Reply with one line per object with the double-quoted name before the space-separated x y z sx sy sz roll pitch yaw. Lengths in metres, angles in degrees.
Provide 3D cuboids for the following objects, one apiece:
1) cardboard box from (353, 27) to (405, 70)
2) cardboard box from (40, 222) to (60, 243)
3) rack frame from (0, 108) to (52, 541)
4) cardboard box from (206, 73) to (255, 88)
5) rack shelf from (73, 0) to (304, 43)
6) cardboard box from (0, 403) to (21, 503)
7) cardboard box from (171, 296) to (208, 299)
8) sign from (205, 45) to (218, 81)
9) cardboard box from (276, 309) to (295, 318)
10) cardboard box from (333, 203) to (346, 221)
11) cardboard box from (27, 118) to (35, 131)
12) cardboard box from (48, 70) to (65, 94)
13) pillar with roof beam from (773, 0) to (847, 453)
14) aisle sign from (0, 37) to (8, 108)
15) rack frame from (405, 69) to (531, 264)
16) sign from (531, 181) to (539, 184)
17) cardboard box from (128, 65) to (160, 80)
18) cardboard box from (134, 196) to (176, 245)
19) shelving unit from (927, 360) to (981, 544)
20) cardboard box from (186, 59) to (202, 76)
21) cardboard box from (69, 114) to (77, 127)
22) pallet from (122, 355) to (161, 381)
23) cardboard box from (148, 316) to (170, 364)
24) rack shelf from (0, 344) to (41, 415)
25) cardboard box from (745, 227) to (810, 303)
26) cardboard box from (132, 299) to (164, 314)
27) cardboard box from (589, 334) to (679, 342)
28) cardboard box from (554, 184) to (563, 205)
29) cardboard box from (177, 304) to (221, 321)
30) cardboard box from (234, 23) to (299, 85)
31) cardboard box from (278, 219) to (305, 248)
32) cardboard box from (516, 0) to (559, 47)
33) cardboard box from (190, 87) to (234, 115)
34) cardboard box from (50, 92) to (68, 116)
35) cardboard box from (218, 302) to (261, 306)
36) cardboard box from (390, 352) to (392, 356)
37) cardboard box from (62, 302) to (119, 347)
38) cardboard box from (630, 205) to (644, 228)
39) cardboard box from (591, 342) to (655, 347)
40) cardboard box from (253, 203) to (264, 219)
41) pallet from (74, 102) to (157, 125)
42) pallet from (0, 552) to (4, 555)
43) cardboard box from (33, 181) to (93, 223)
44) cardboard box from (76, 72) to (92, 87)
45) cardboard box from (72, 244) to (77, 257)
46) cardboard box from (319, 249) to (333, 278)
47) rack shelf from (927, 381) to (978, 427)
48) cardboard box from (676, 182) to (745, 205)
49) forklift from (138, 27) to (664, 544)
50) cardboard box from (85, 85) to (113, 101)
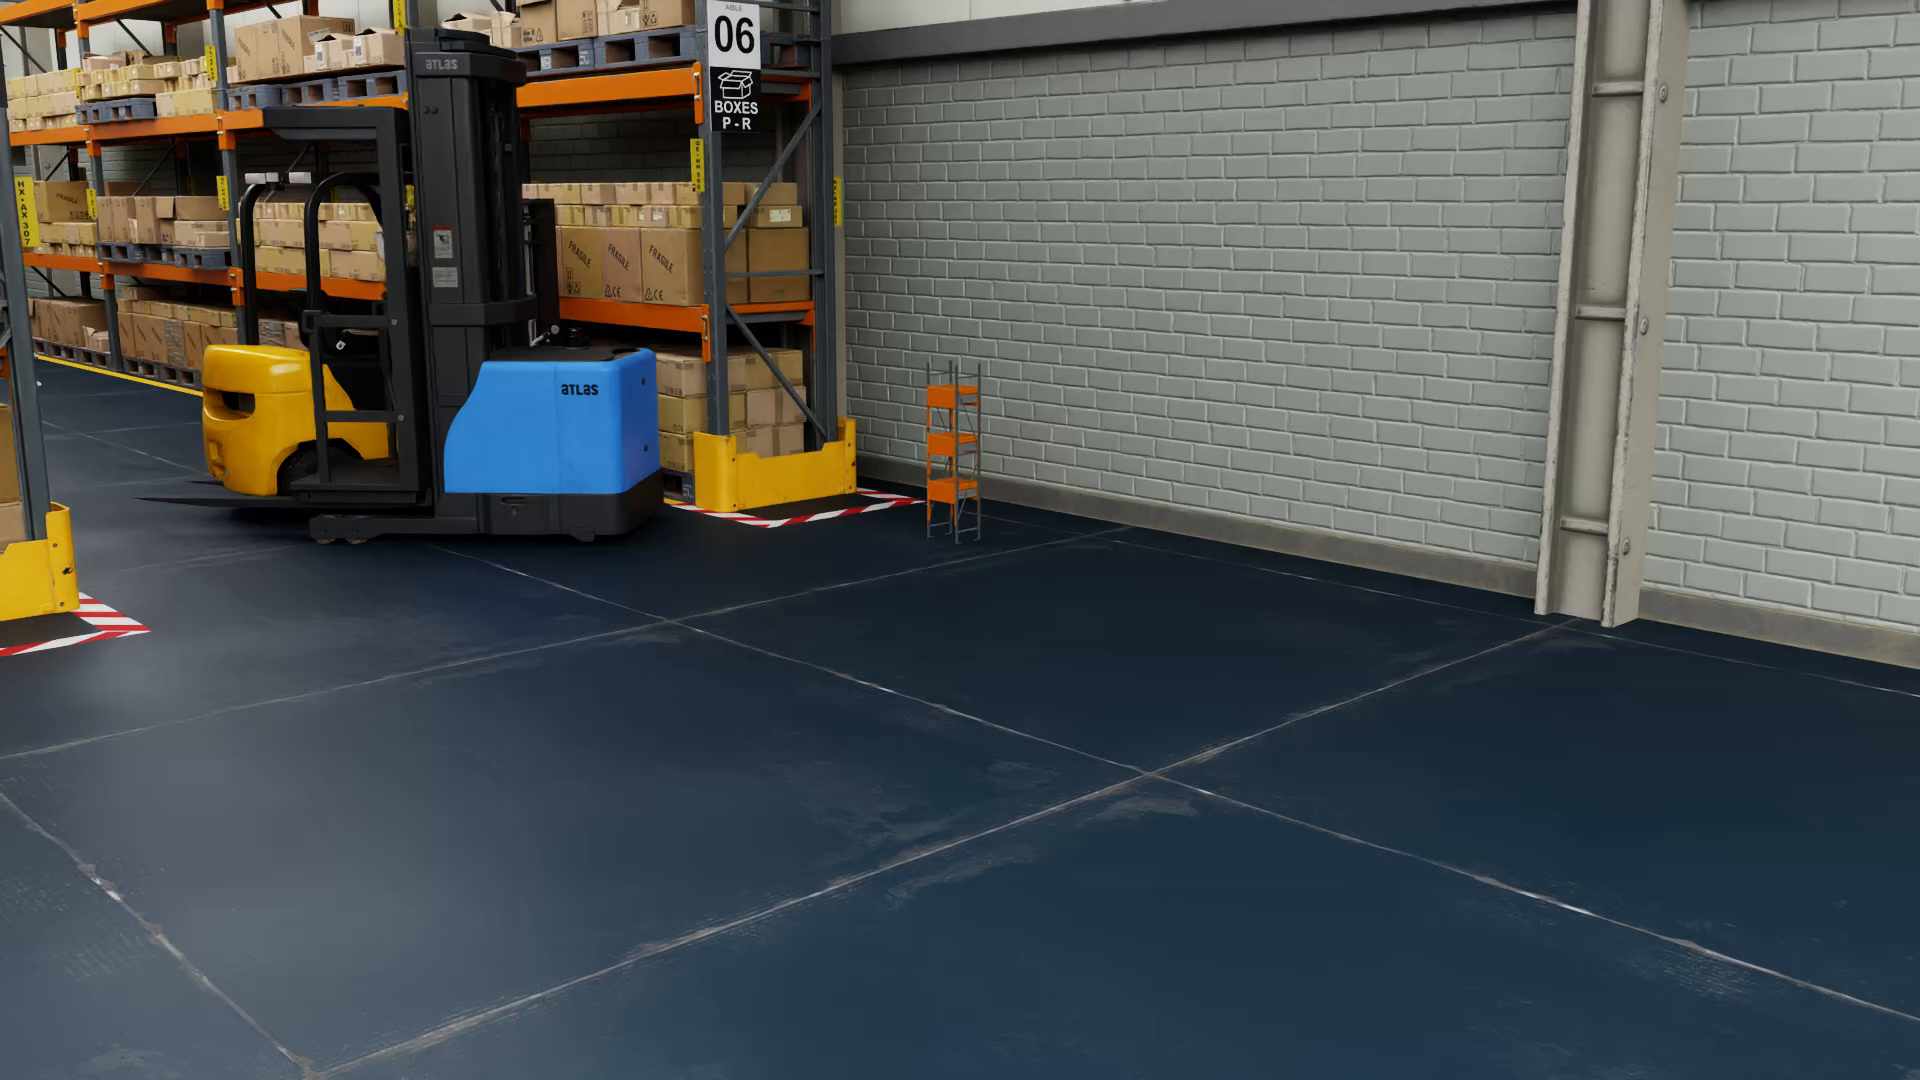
"cardboard box" -4.687 -4.087 13.814 0.500 0.311 0.500 11 16 43
"cardboard box" -11.110 -3.836 20.733 0.500 0.250 0.500 11 16 44
"rack frame" -4.836 -1.059 7.619 1.000 3.000 0.127 -11 16 -43
"cardboard box" -7.193 -4.528 16.407 0.380 0.149 0.250 -10 16 -41
"rack shelf" -8.155 -5.601 17.570 1.077 0.370 4.000 -11 16 -43
"cardboard box" -5.210 -0.445 8.553 0.500 0.500 0.500 11 16 43
"cardboard box" -9.073 -2.788 19.558 0.250 0.149 0.380 11 16 43
"sign" -7.167 -4.566 15.926 0.100 0.325 0.005 -11 16 -43
"cardboard box" -6.908 -2.338 17.371 0.380 0.149 0.250 -10 15 -40
"cardboard box" -5.312 -2.903 14.714 0.380 0.149 0.250 -11 16 -42
"cardboard box" -11.258 -5.116 20.501 0.380 0.149 0.250 -11 16 -42
"cardboard box" -10.415 -5.402 19.660 0.500 0.250 0.500 -11 16 -43
"pillar with roof beam" -4.191 -4.317 8.565 9.100 9.000 0.400 -11 16 -43
"aisle sign" -4.569 -2.367 7.522 0.394 0.787 0.004 -11 16 -43
"rack frame" -4.011 -2.335 13.812 1.000 3.000 0.127 -11 16 -43
"sign" -3.611 -2.876 14.094 0.100 0.325 0.005 -11 16 -43
"cardboard box" -8.541 -4.928 17.560 0.380 0.149 0.250 -11 16 -42
"cardboard box" -8.464 -3.466 18.010 0.700 0.500 0.500 -11 16 -43
"shelving unit" -0.037 -0.522 9.843 0.215 1.050 0.252 -11 16 -43
"cardboard box" -7.550 -4.749 16.743 0.250 0.149 0.380 11 16 43
"cardboard box" -10.165 -4.896 19.433 0.380 0.149 0.250 -11 16 -43
"pallet" -8.947 -2.023 19.210 1.003 0.211 1.213 -11 16 -43
"cardboard box" -8.648 -2.232 18.467 0.500 0.500 0.500 11 16 43
"rack shelf" -6.218 -0.999 9.108 1.077 0.370 4.000 -11 16 -43
"cardboard box" -1.390 -1.911 11.508 0.500 0.500 0.500 -10 15 -41
"cardboard box" -9.233 -2.683 19.046 0.250 0.149 0.380 11 16 44
"cardboard box" -2.478 -1.419 12.662 0.500 0.250 0.500 -11 16 -44
"cardboard box" -2.712 -2.510 12.067 0.380 0.149 0.250 -11 16 -42
"cardboard box" -8.193 -2.452 17.927 0.250 0.149 0.380 11 16 42
"cardboard box" -6.450 -4.552 15.603 0.500 0.500 0.500 -11 16 -42
"cardboard box" -5.951 -2.839 15.393 0.500 0.250 0.500 11 16 44
"cardboard box" -2.742 -3.811 11.996 0.797 0.503 0.637 -10 15 -41
"cardboard box" -7.304 -4.356 16.558 0.500 0.250 0.500 11 16 43
"cardboard box" -10.417 -5.154 19.695 0.500 0.250 0.500 11 16 43
"cardboard box" -7.996 -2.564 18.470 0.250 0.149 0.380 11 16 43
"cardboard box" -4.380 -1.452 14.372 0.875 0.625 0.625 -10 15 -40
"cardboard box" -10.665 -2.684 20.658 0.500 0.500 0.700 11 16 43
"cardboard box" -2.024 -2.209 11.346 0.380 0.149 0.250 -11 16 -42
"cardboard box" -2.505 -1.270 11.937 0.500 0.250 0.500 -11 16 -42
"cardboard box" -6.581 -3.159 15.957 0.380 0.149 0.250 -10 16 -41
"pallet" -9.136 -4.775 18.686 1.213 0.211 1.003 -11 16 -43
"pallet" -5.424 0.172 8.554 1.003 0.211 1.213 -11 16 -43
"cardboard box" -11.144 -4.203 20.656 0.500 0.500 0.500 -10 16 -41
"cardboard box" -9.647 -5.144 18.611 0.380 0.149 0.250 -10 15 -41
"cardboard box" -10.493 -3.503 20.101 0.380 0.149 0.250 -10 16 -41
"cardboard box" -5.582 -2.522 15.093 0.500 0.250 0.500 -10 15 -41
"rack shelf" -0.037 -0.790 9.788 0.215 0.259 0.240 -11 16 -43
"cardboard box" -1.649 -2.287 10.985 0.380 0.149 0.250 -11 16 -42
"forklift" -3.431 -1.517 10.012 3.031 2.935 1.130 1 12 3
"cardboard box" -9.464 -4.962 18.462 0.380 0.149 0.250 -11 16 -42
